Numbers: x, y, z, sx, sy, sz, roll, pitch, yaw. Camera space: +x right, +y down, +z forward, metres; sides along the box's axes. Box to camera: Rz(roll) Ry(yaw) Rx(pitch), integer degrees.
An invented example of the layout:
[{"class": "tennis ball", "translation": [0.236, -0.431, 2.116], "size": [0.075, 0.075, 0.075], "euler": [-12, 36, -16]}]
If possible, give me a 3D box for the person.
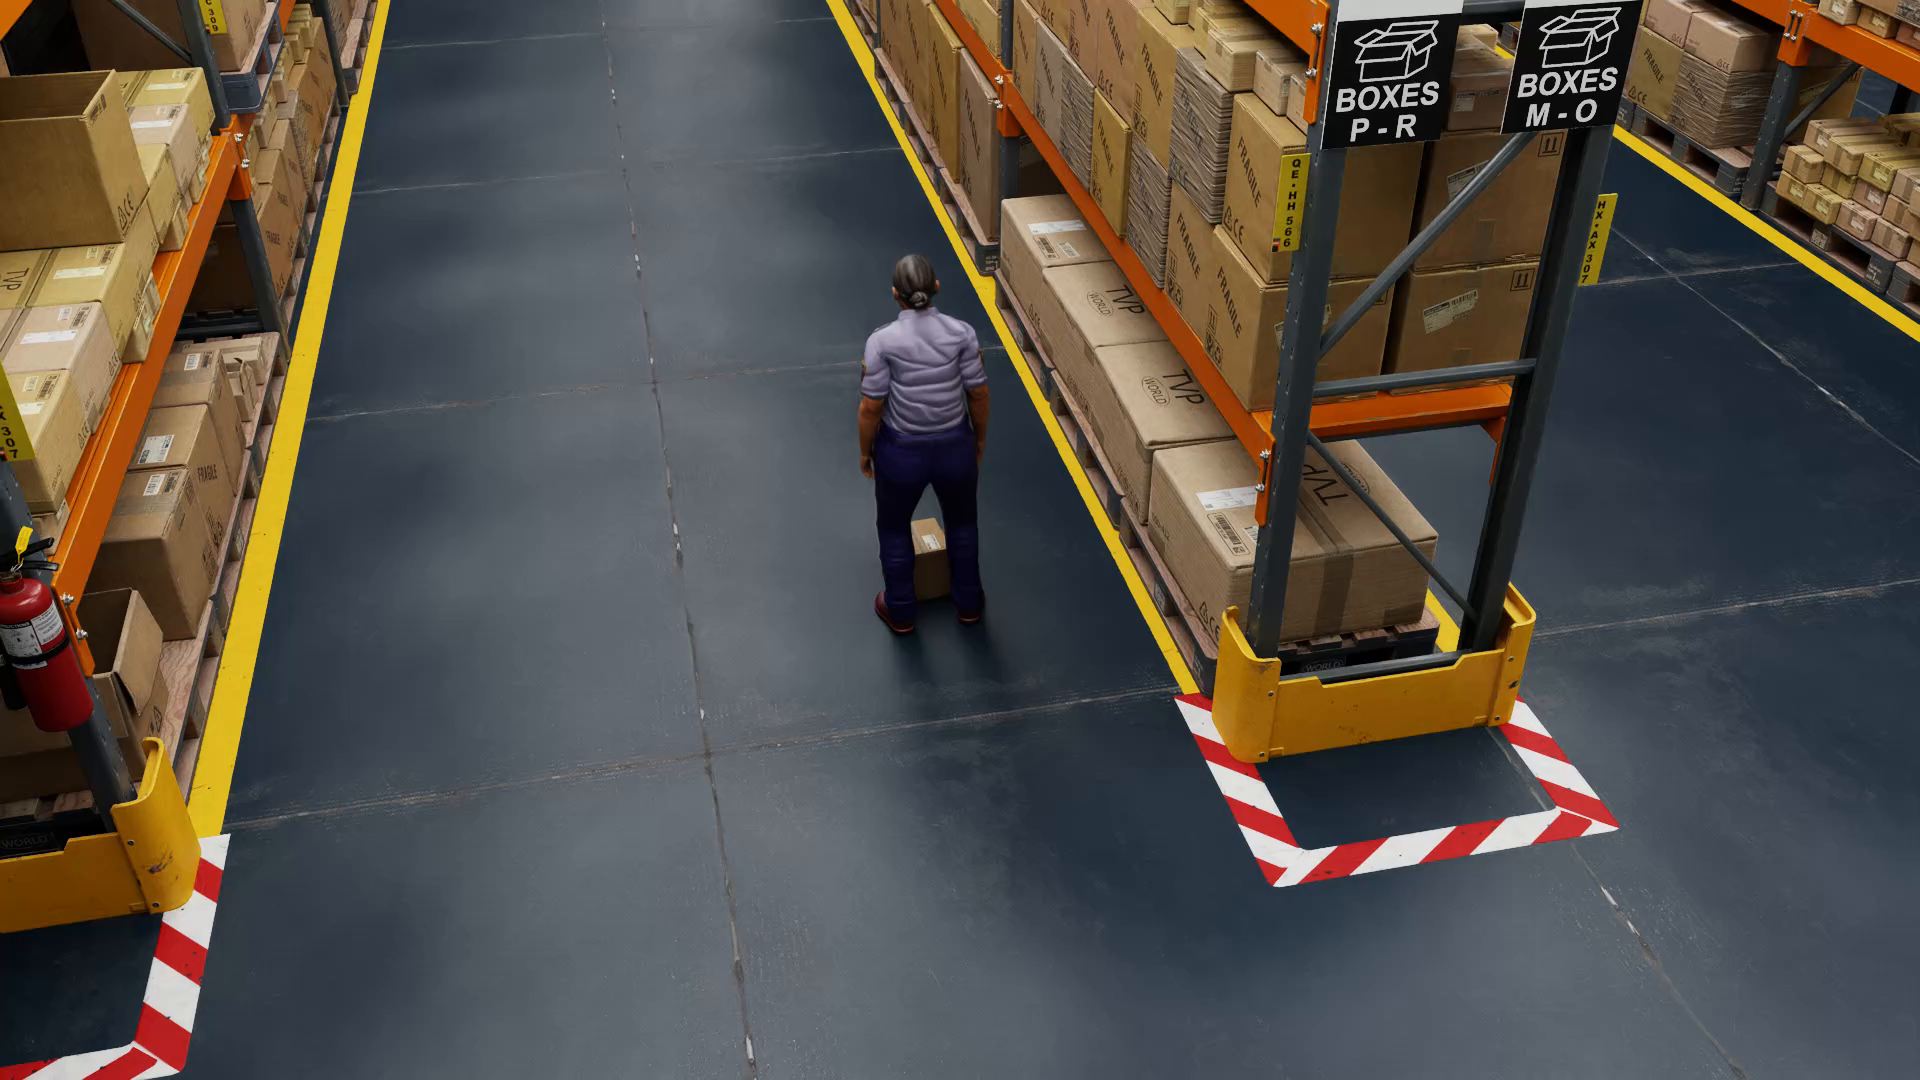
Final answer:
[{"class": "person", "translation": [-0.139, -0.358, 6.670], "size": [0.538, 1.652, 0.355], "euler": [-7, 35, -10]}]
